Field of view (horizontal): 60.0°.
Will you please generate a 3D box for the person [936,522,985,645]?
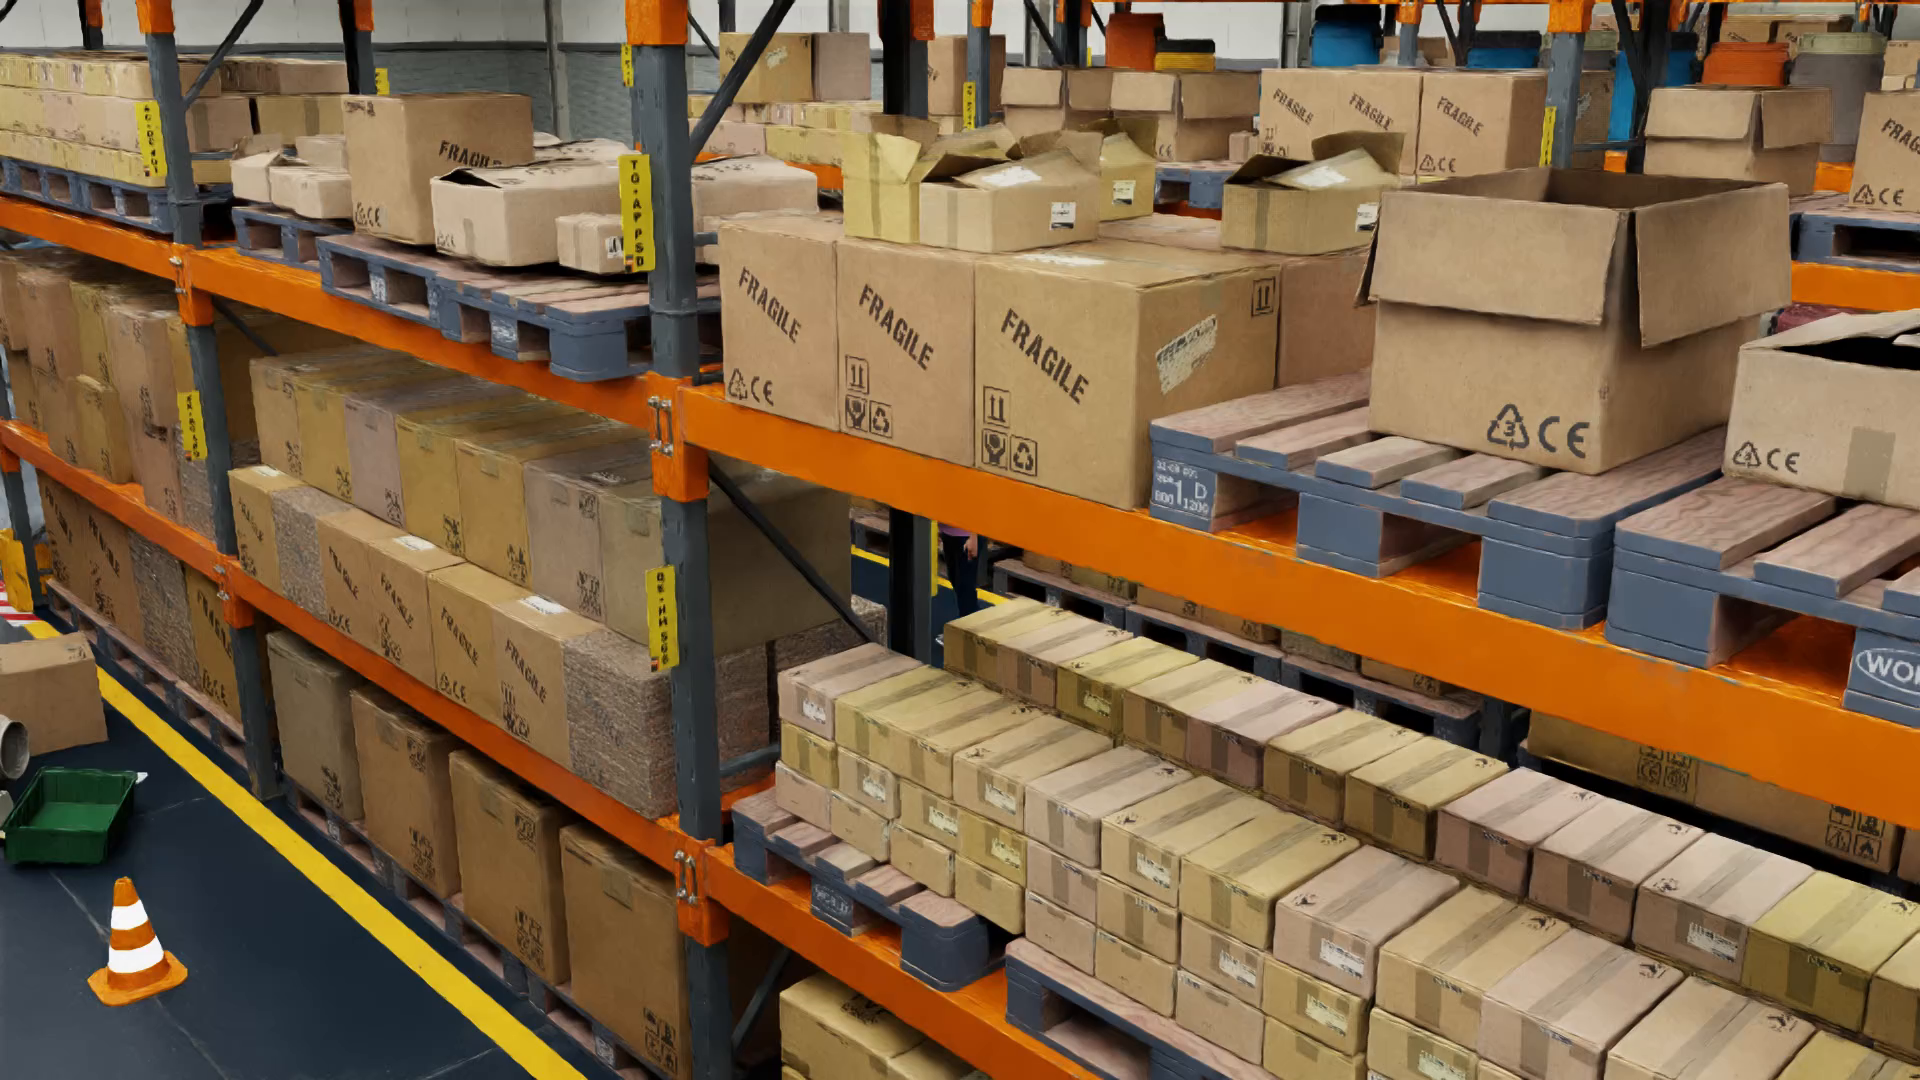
[{"bbox_3d":[-0.008,-0.049,10.142,0.378,1.598,0.498,-9,20,-26],"label":"person"}]
